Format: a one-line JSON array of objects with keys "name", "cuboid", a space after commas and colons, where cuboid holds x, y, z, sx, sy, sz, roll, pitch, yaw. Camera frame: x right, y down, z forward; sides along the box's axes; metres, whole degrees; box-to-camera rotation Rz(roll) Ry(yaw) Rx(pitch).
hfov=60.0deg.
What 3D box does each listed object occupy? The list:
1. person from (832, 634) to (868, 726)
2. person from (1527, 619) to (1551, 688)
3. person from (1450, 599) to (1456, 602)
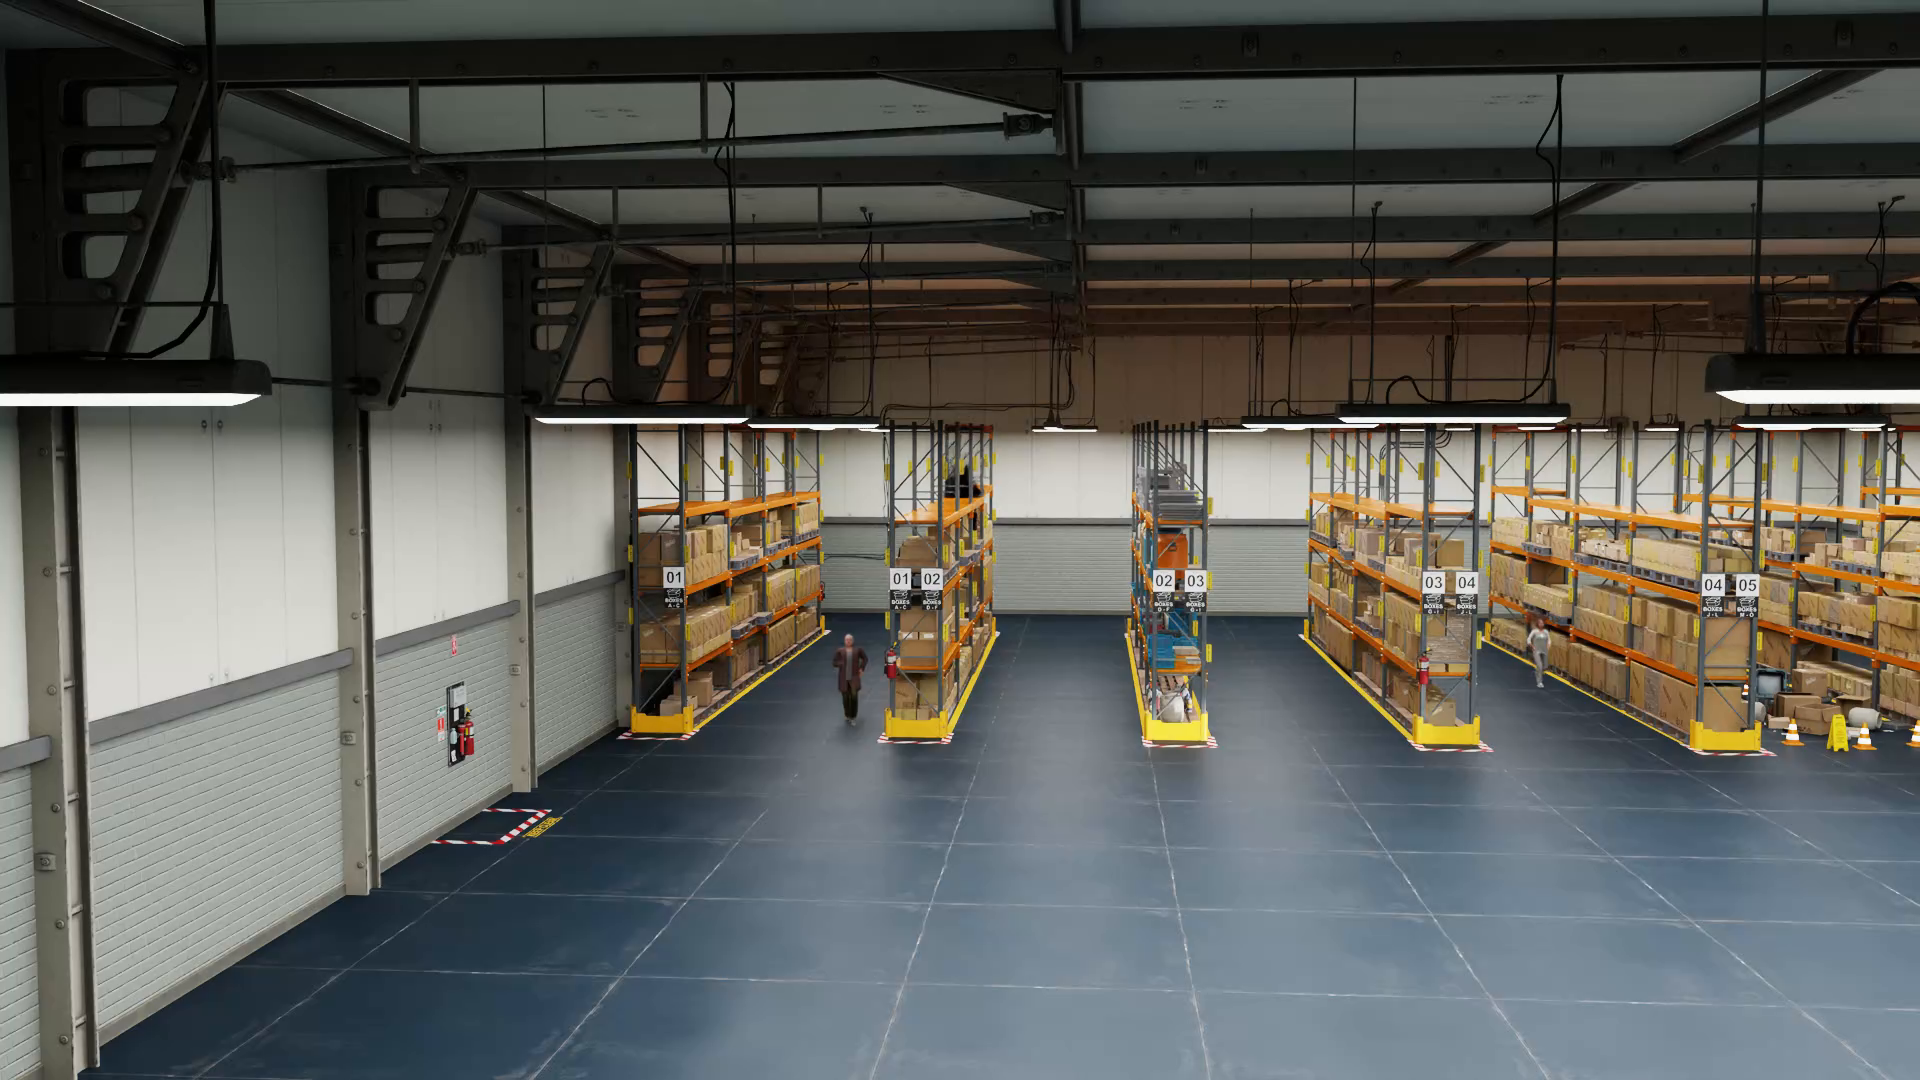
[{"name": "person", "cuboid": [-2.176, 2.771, 32.777, 0.685, 1.822, 0.757, 0, 4, 1]}, {"name": "person", "cuboid": [13.146, 2.557, 37.759, 0.538, 1.549, 0.608, 0, 4, 0]}, {"name": "person", "cuboid": [13.411, 1.960, 46.064, 0.718, 1.740, 0.802, 3, 4, 36]}]
